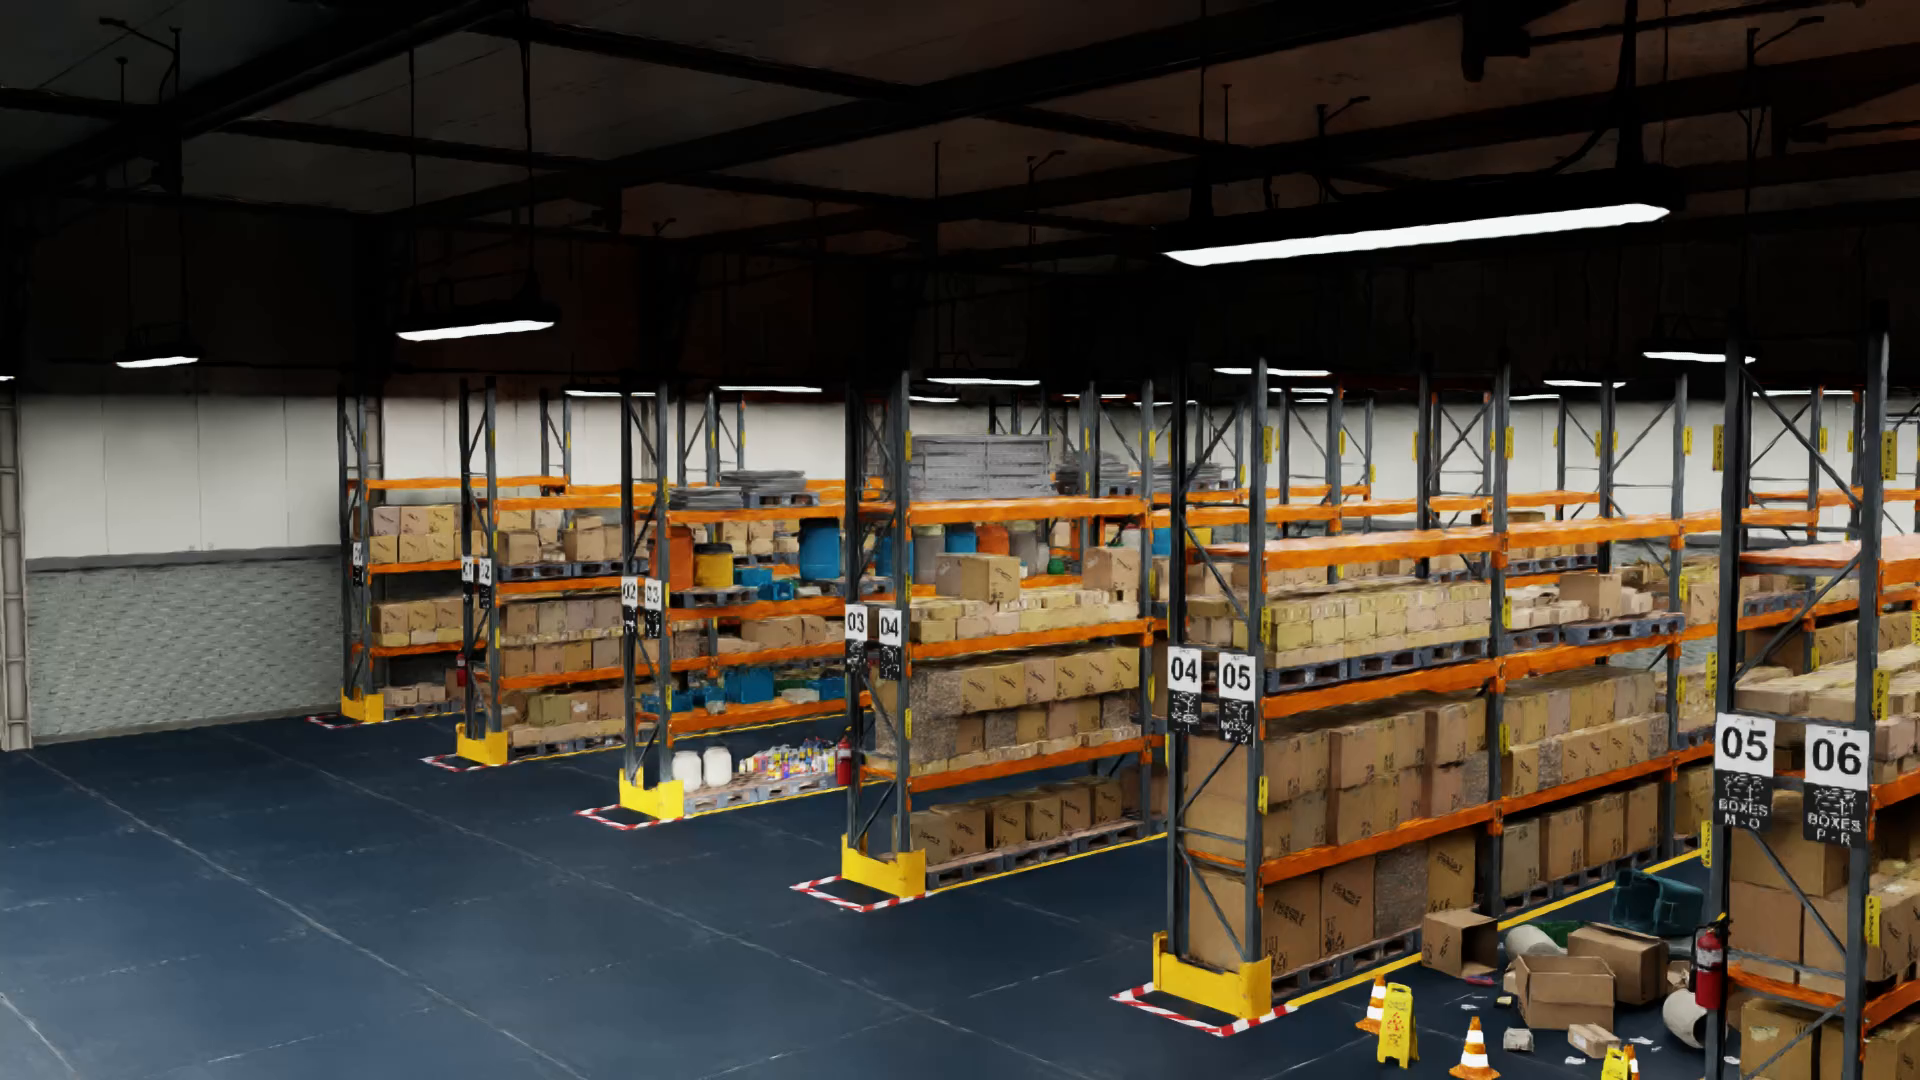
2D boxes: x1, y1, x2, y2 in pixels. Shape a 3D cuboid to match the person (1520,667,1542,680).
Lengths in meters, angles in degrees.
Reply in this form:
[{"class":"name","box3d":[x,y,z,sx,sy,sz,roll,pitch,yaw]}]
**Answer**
[{"class":"person","box3d":[8.754,2.643,25.283,0.552,1.742,0.677,-4,5,-43]}]
